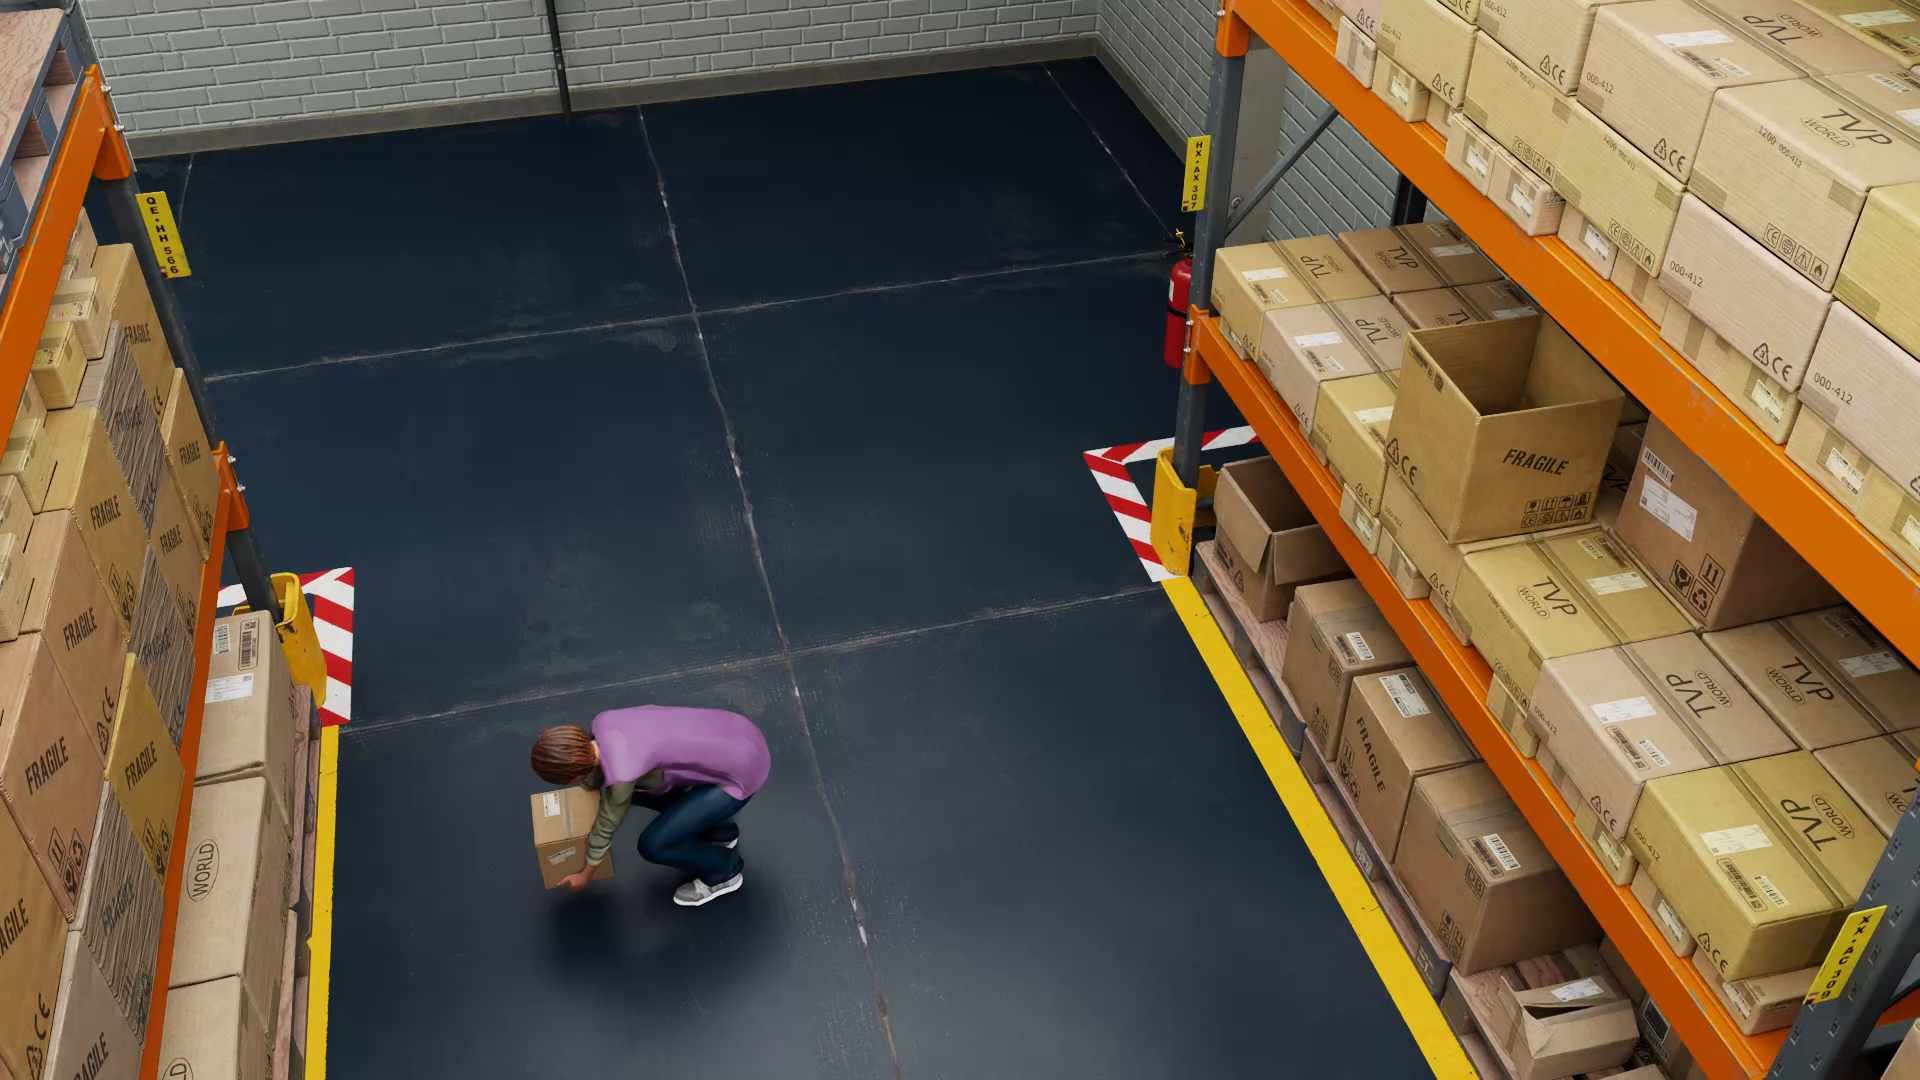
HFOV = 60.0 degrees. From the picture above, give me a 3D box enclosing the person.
[{"bbox_3d":[-1.099,0.948,6.102,0.834,0.896,0.427,-11,40,-13],"label":"person"}]
